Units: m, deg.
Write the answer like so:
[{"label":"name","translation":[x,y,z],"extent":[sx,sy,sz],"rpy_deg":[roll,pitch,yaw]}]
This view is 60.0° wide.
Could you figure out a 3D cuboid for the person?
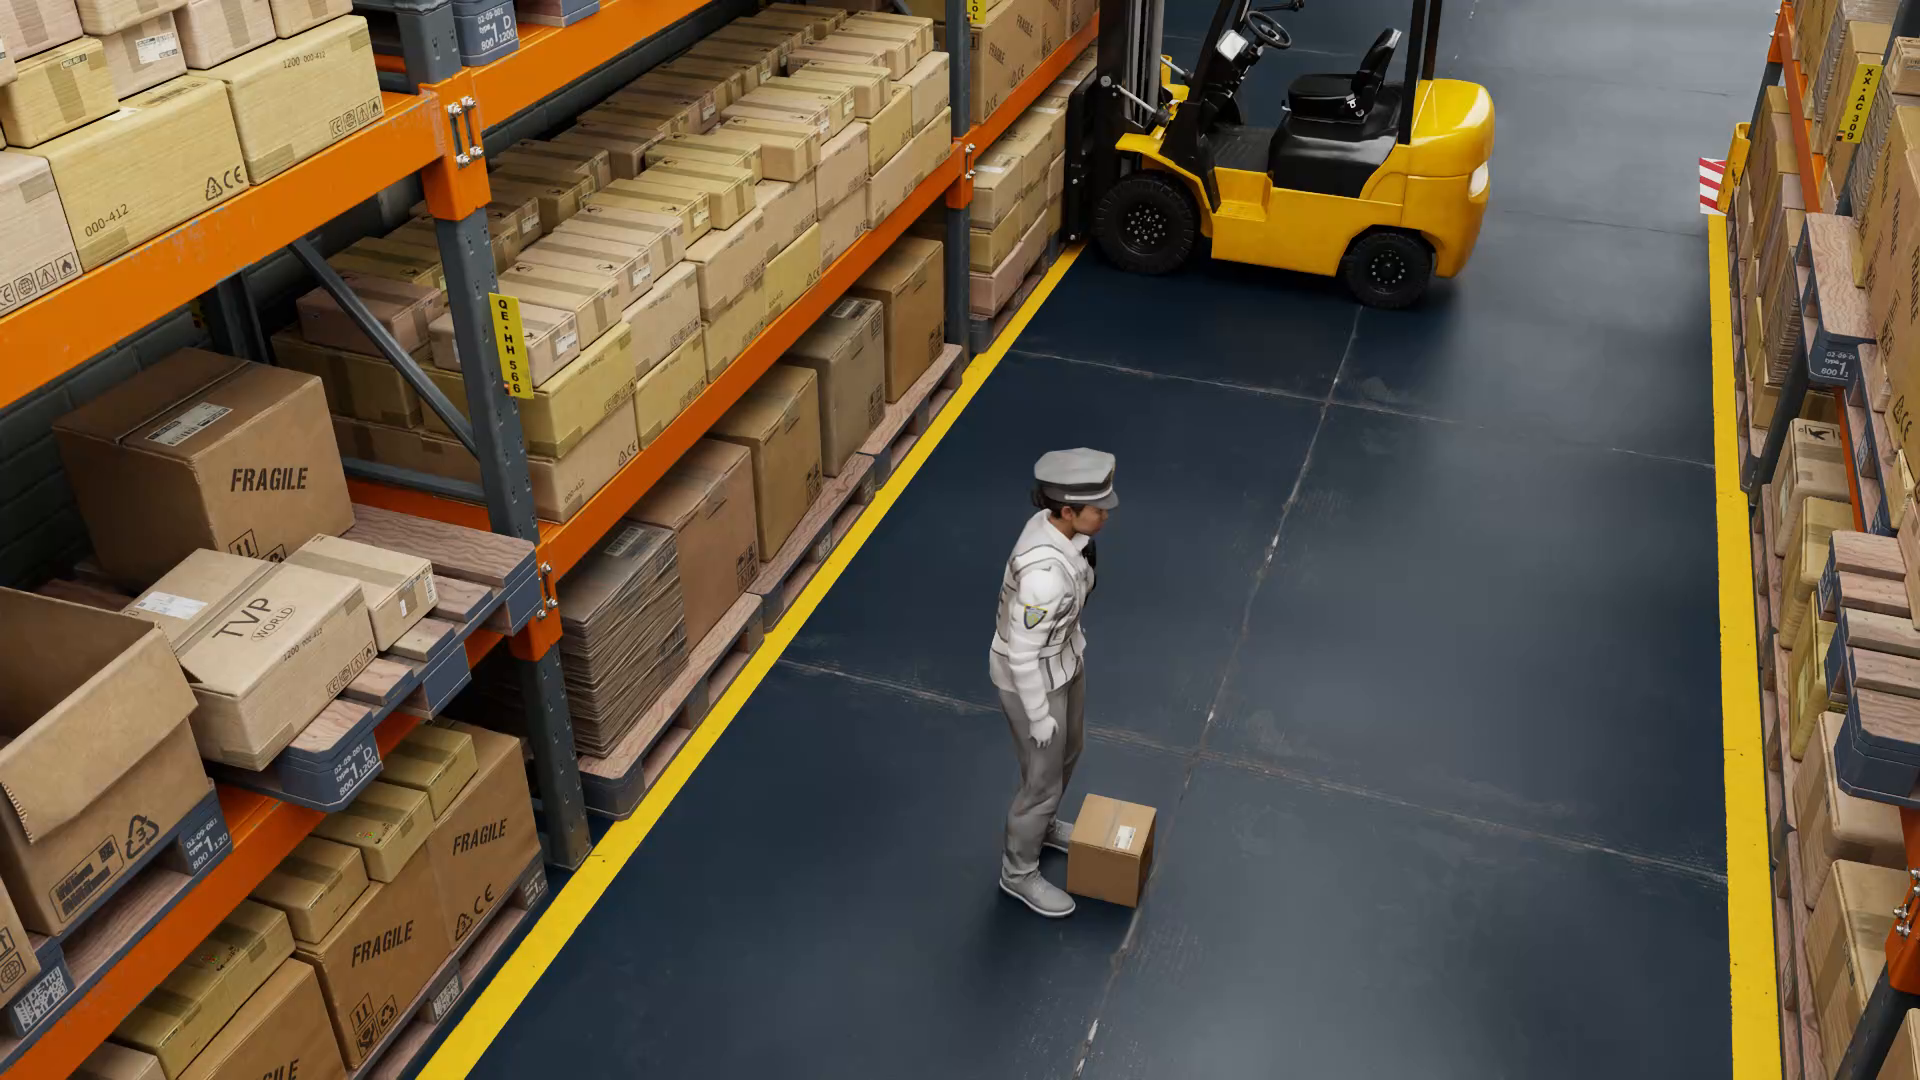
[{"label":"person","translation":[0.295,0.455,5.462],"extent":[0.373,1.648,0.524],"rpy_deg":[10,35,15]}]
